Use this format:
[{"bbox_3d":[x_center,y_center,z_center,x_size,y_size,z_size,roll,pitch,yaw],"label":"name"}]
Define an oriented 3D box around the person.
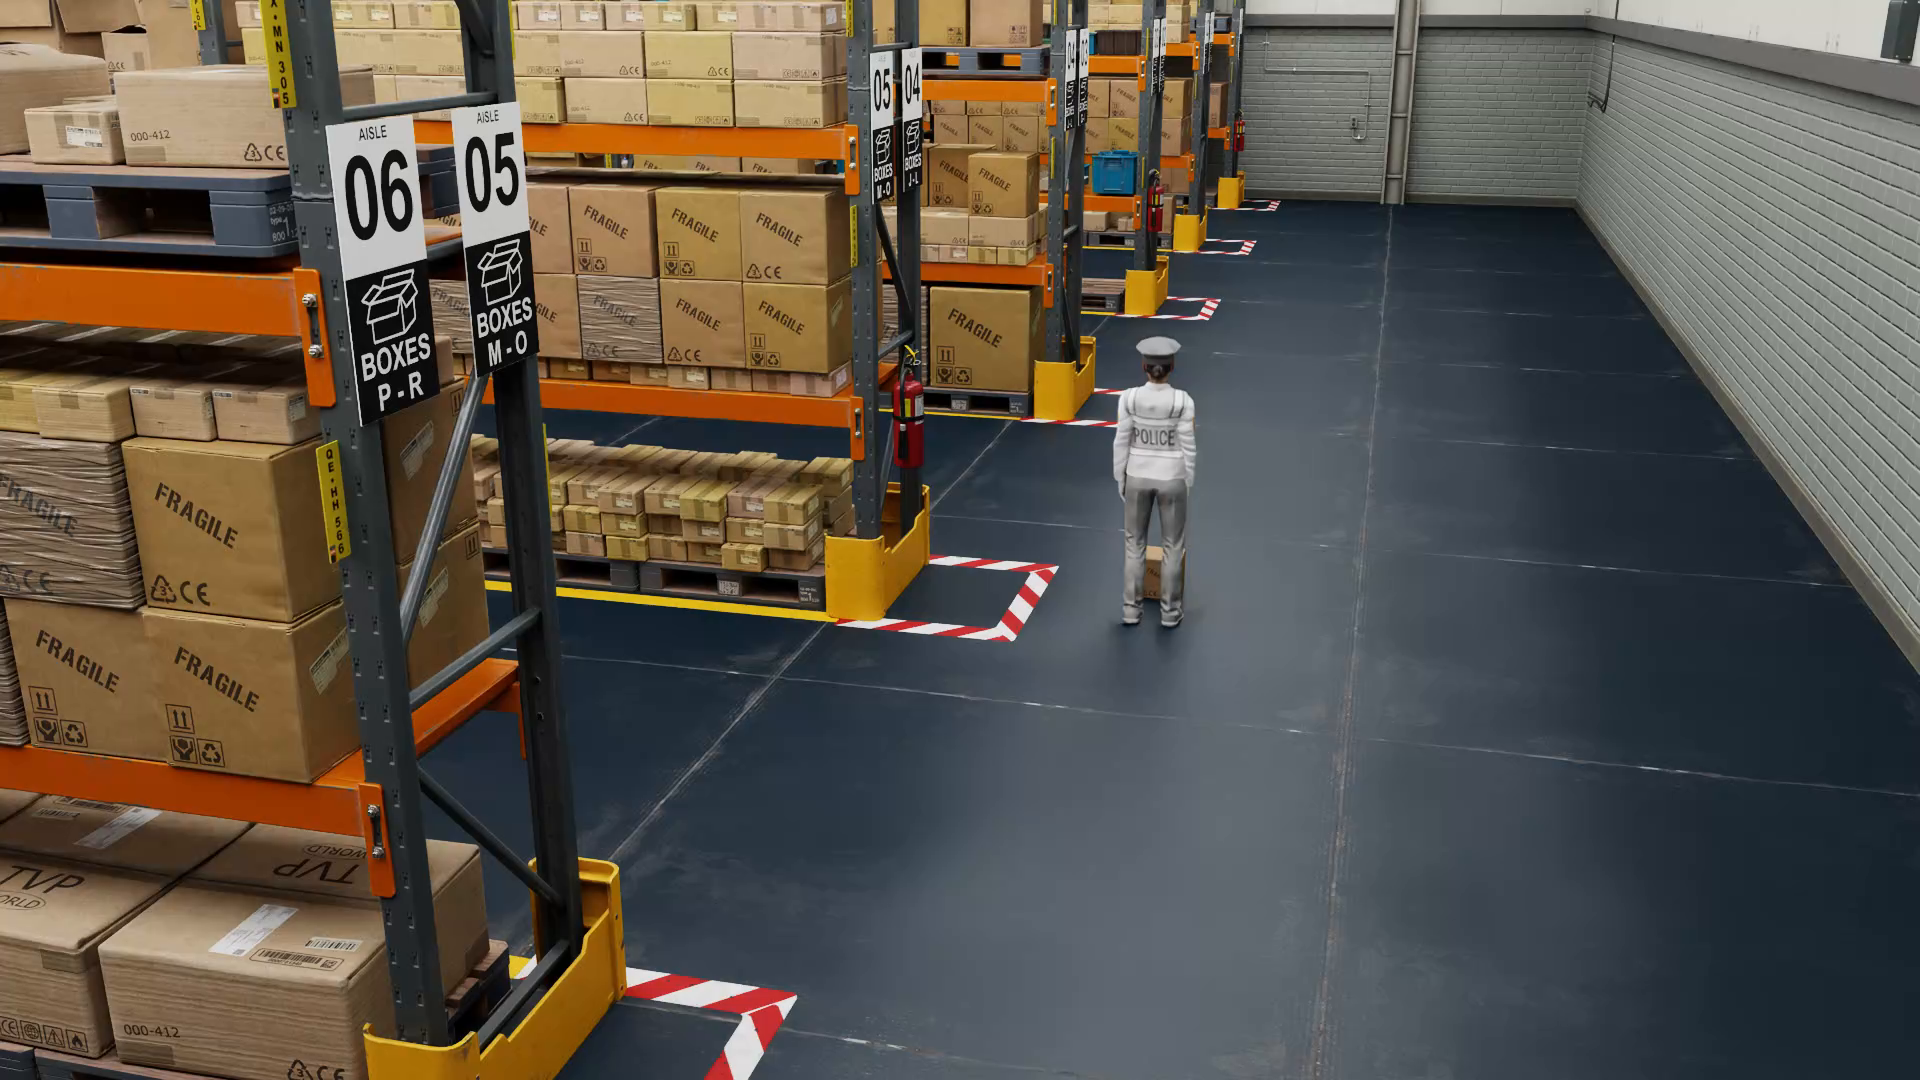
[{"bbox_3d":[1.114,-0.323,9.541,0.468,1.670,0.329,5,19,14],"label":"person"}]
